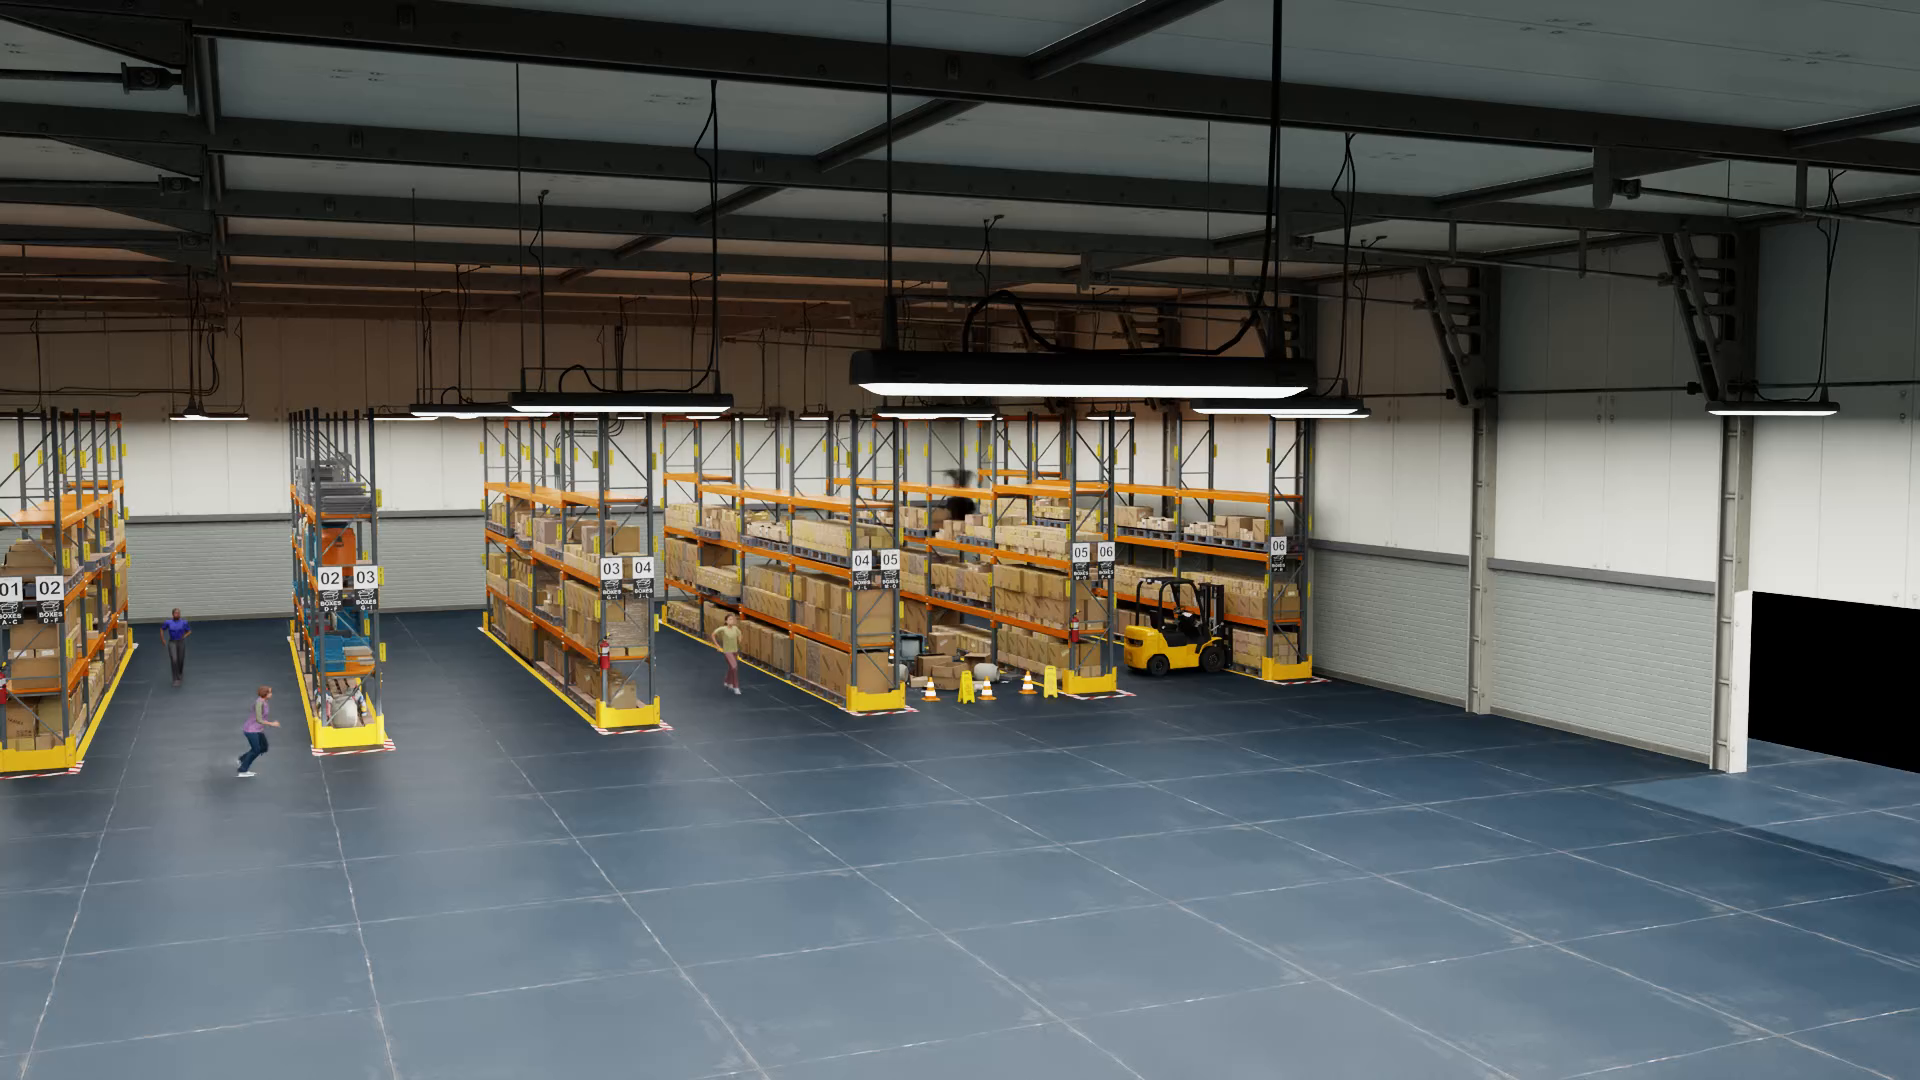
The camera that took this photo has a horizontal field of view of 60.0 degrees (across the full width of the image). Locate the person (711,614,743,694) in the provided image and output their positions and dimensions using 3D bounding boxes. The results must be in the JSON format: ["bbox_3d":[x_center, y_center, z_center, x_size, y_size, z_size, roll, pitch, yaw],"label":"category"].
[{"bbox_3d":[-4.923,2.424,35.366,0.671,1.717,0.714,-4,5,-41],"label":"person"}]

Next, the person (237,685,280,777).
[{"bbox_3d":[-11.380,3.091,26.961,0.694,1.492,0.525,-1,4,-10],"label":"person"}]

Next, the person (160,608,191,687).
[{"bbox_3d":[-17.200,2.355,36.502,0.604,1.687,0.787,-3,5,-32],"label":"person"}]
